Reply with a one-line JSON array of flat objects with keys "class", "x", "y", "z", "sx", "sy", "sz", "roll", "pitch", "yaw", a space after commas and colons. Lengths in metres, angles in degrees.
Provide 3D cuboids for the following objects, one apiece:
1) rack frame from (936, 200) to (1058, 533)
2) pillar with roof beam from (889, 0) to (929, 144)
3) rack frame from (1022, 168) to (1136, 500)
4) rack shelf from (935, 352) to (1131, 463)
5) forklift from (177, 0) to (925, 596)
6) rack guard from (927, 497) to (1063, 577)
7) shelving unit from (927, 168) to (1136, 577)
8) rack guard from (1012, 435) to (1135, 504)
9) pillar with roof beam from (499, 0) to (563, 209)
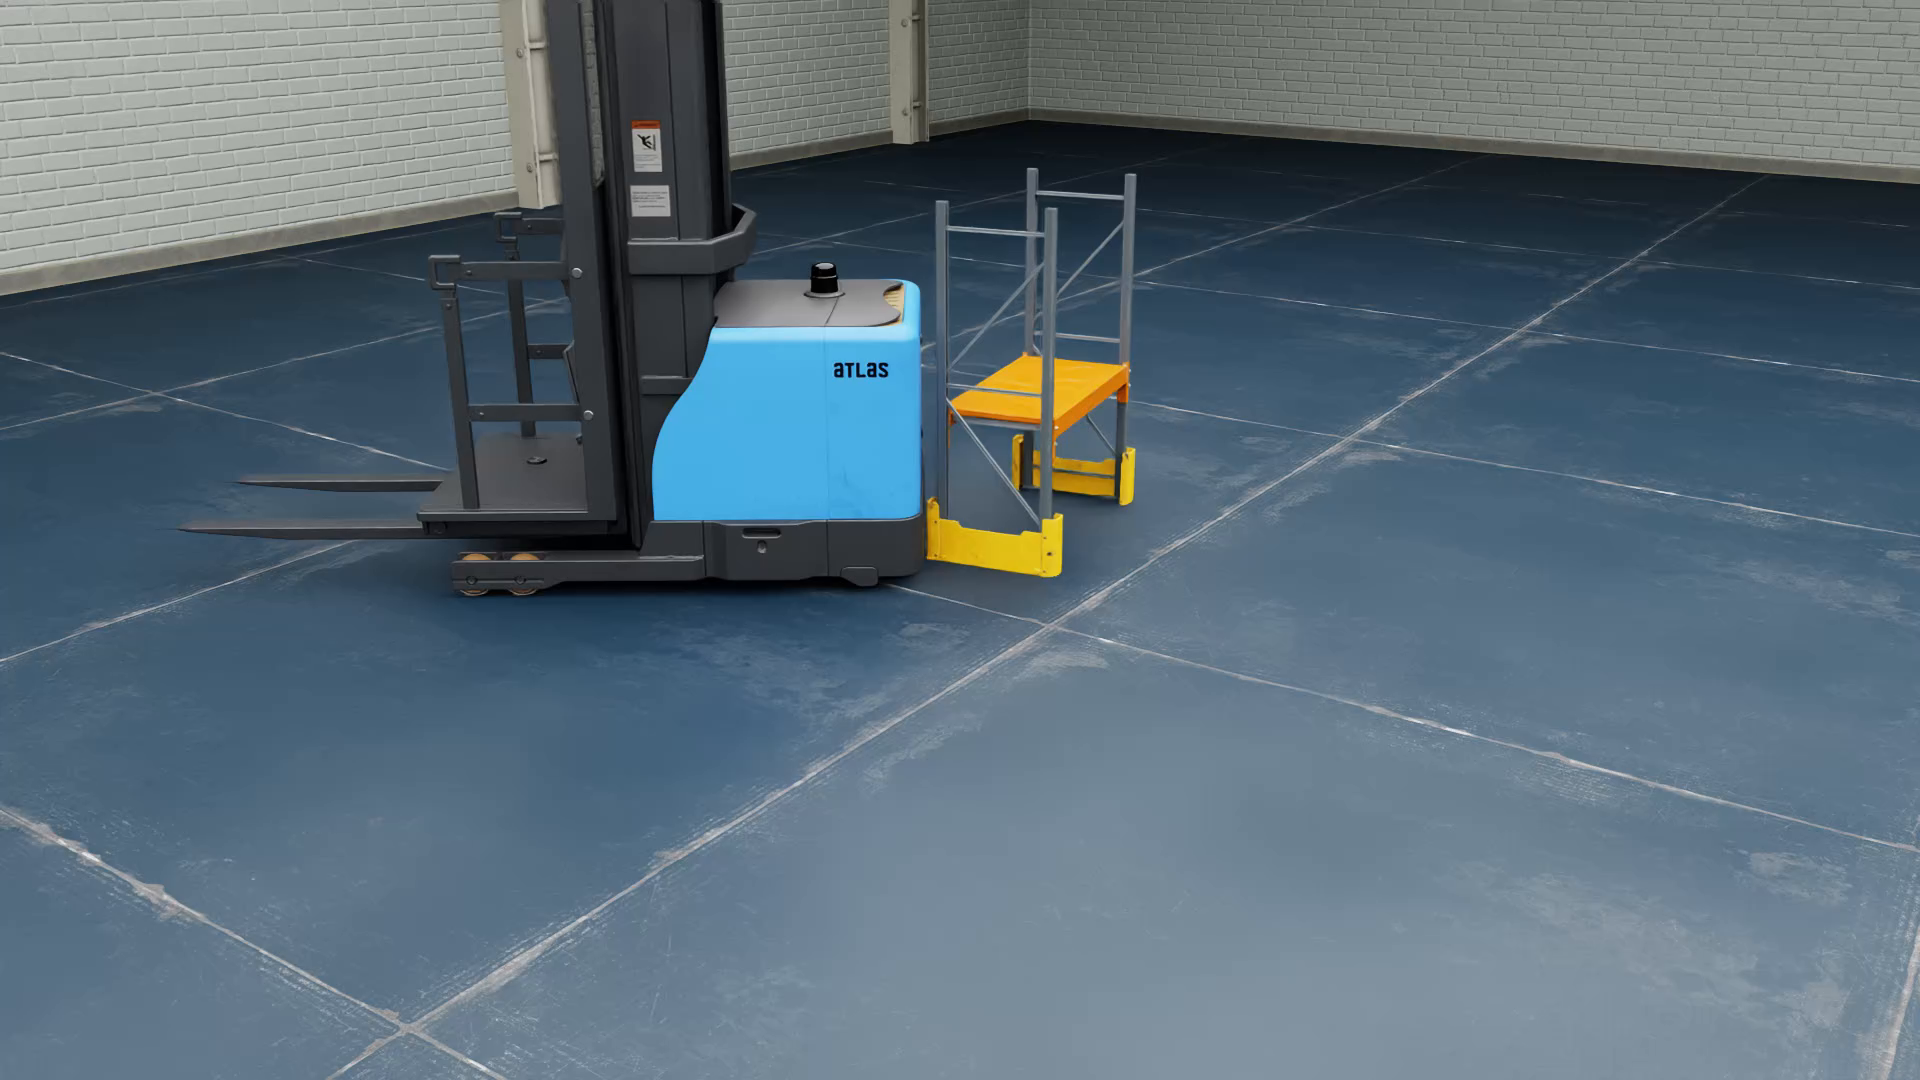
[{"class": "rack frame", "x": 0.140, "y": -0.600, "z": 6.725, "sx": 0.500, "sy": 1.500, "sz": 0.032, "roll": 8, "pitch": 22, "yaw": 21}, {"class": "pillar with roof beam", "x": 2.944, "y": -8.312, "z": 16.765, "sx": 9.100, "sy": 9.000, "sz": 0.400, "roll": 13, "pitch": 24, "yaw": 32}, {"class": "rack frame", "x": 0.535, "y": -0.925, "z": 7.604, "sx": 0.500, "sy": 1.500, "sz": 0.032, "roll": 8, "pitch": 22, "yaw": 21}, {"class": "rack shelf", "x": 0.337, "y": -0.594, "z": 7.227, "sx": 0.538, "sy": 0.185, "sz": 1.000, "roll": 8, "pitch": 22, "yaw": 21}, {"class": "forklift", "x": -1.669, "y": -1.335, "z": 6.650, "sx": 3.031, "sy": 2.935, "sz": 1.130, "roll": 0, "pitch": 20, "yaw": -1}, {"class": "rack guard", "x": 0.140, "y": -0.014, "z": 6.943, "sx": 0.587, "sy": 0.250, "sz": 0.087, "roll": 8, "pitch": 22, "yaw": 21}, {"class": "shelving unit", "x": 0.334, "y": -0.760, "z": 7.157, "sx": 0.587, "sy": 1.500, "sz": 1.083, "roll": 8, "pitch": 22, "yaw": 21}, {"class": "rack guard", "x": 0.527, "y": -0.333, "z": 7.804, "sx": 0.587, "sy": 0.250, "sz": 0.087, "roll": 8, "pitch": 22, "yaw": 21}, {"class": "pillar with roof beam", "x": -0.429, "y": -6.590, "z": 12.111, "sx": 9.100, "sy": 9.000, "sz": 0.400, "roll": 13, "pitch": 24, "yaw": 32}]
